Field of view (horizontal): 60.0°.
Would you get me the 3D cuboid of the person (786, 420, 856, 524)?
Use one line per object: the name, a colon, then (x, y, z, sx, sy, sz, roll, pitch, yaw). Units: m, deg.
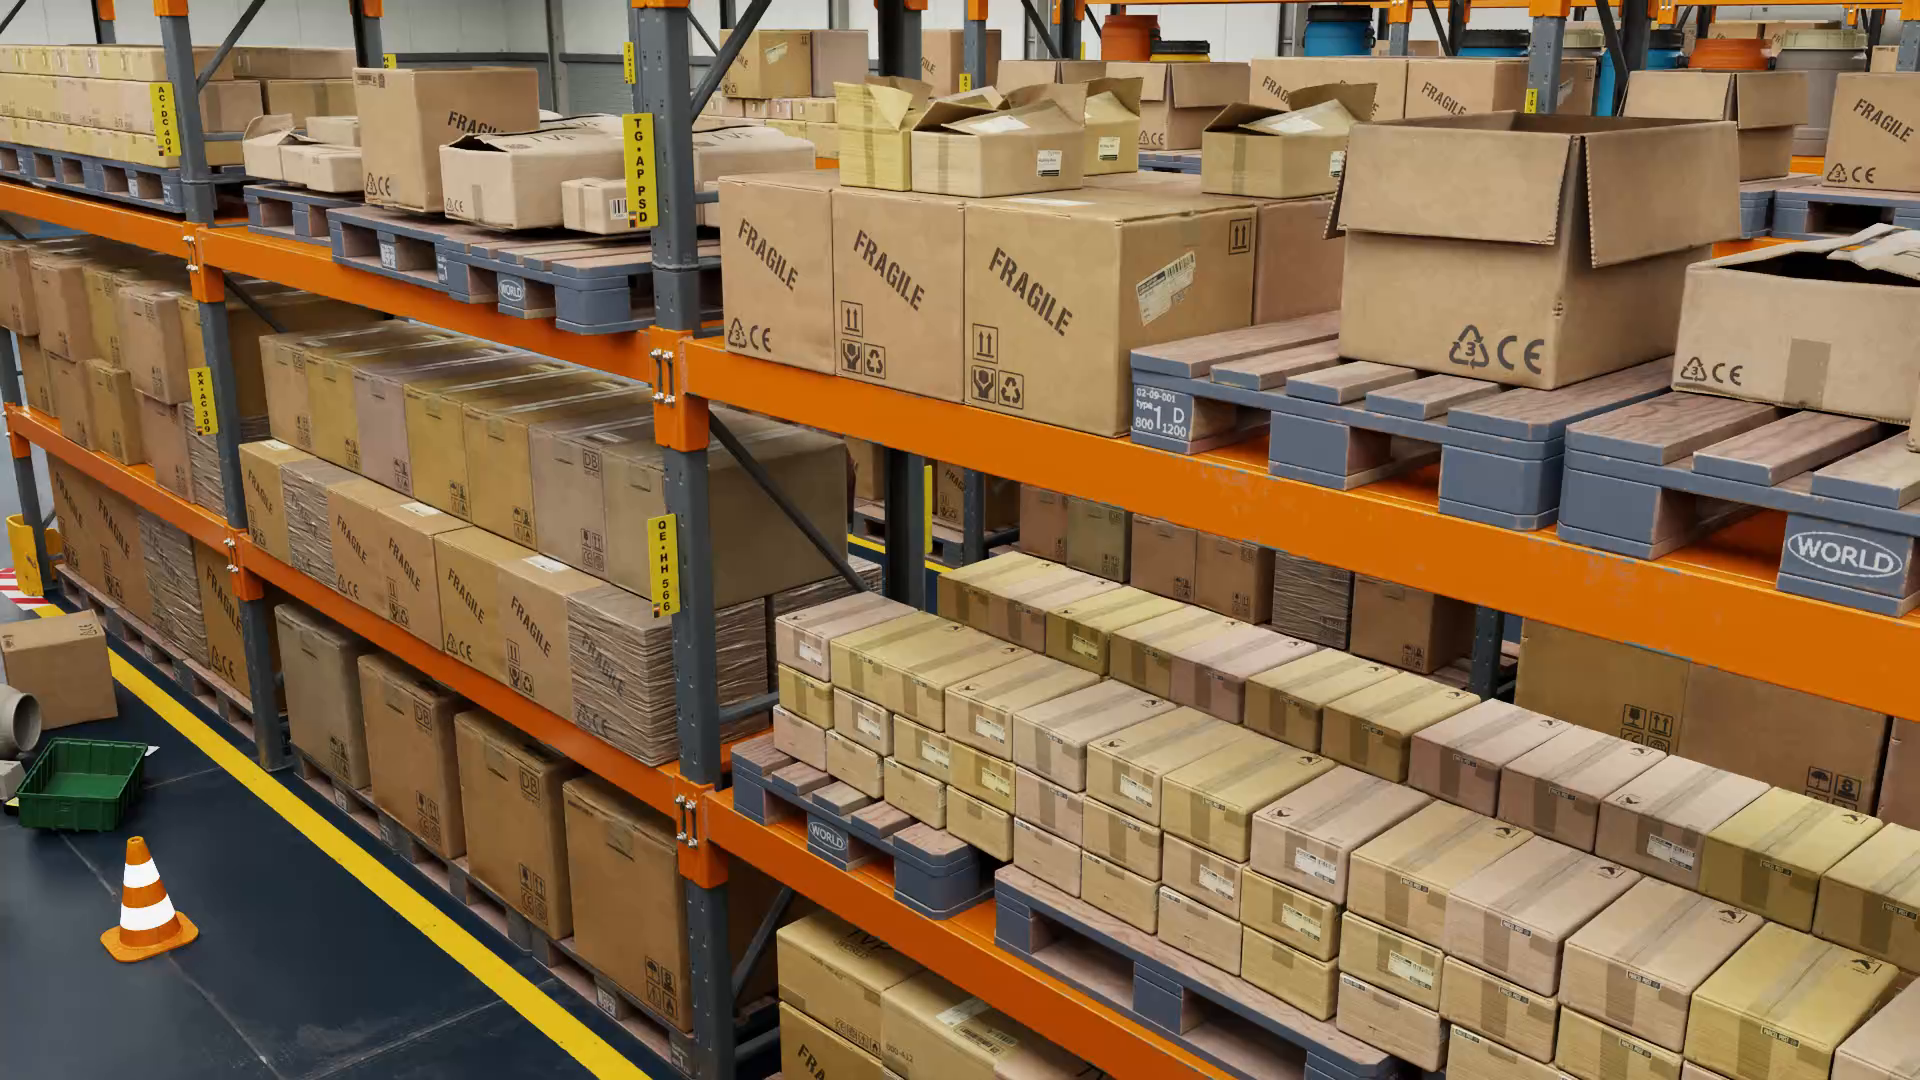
person: (-0.891, -0.051, 9.738, 0.641, 1.773, 0.428, -15, 23, -41)
